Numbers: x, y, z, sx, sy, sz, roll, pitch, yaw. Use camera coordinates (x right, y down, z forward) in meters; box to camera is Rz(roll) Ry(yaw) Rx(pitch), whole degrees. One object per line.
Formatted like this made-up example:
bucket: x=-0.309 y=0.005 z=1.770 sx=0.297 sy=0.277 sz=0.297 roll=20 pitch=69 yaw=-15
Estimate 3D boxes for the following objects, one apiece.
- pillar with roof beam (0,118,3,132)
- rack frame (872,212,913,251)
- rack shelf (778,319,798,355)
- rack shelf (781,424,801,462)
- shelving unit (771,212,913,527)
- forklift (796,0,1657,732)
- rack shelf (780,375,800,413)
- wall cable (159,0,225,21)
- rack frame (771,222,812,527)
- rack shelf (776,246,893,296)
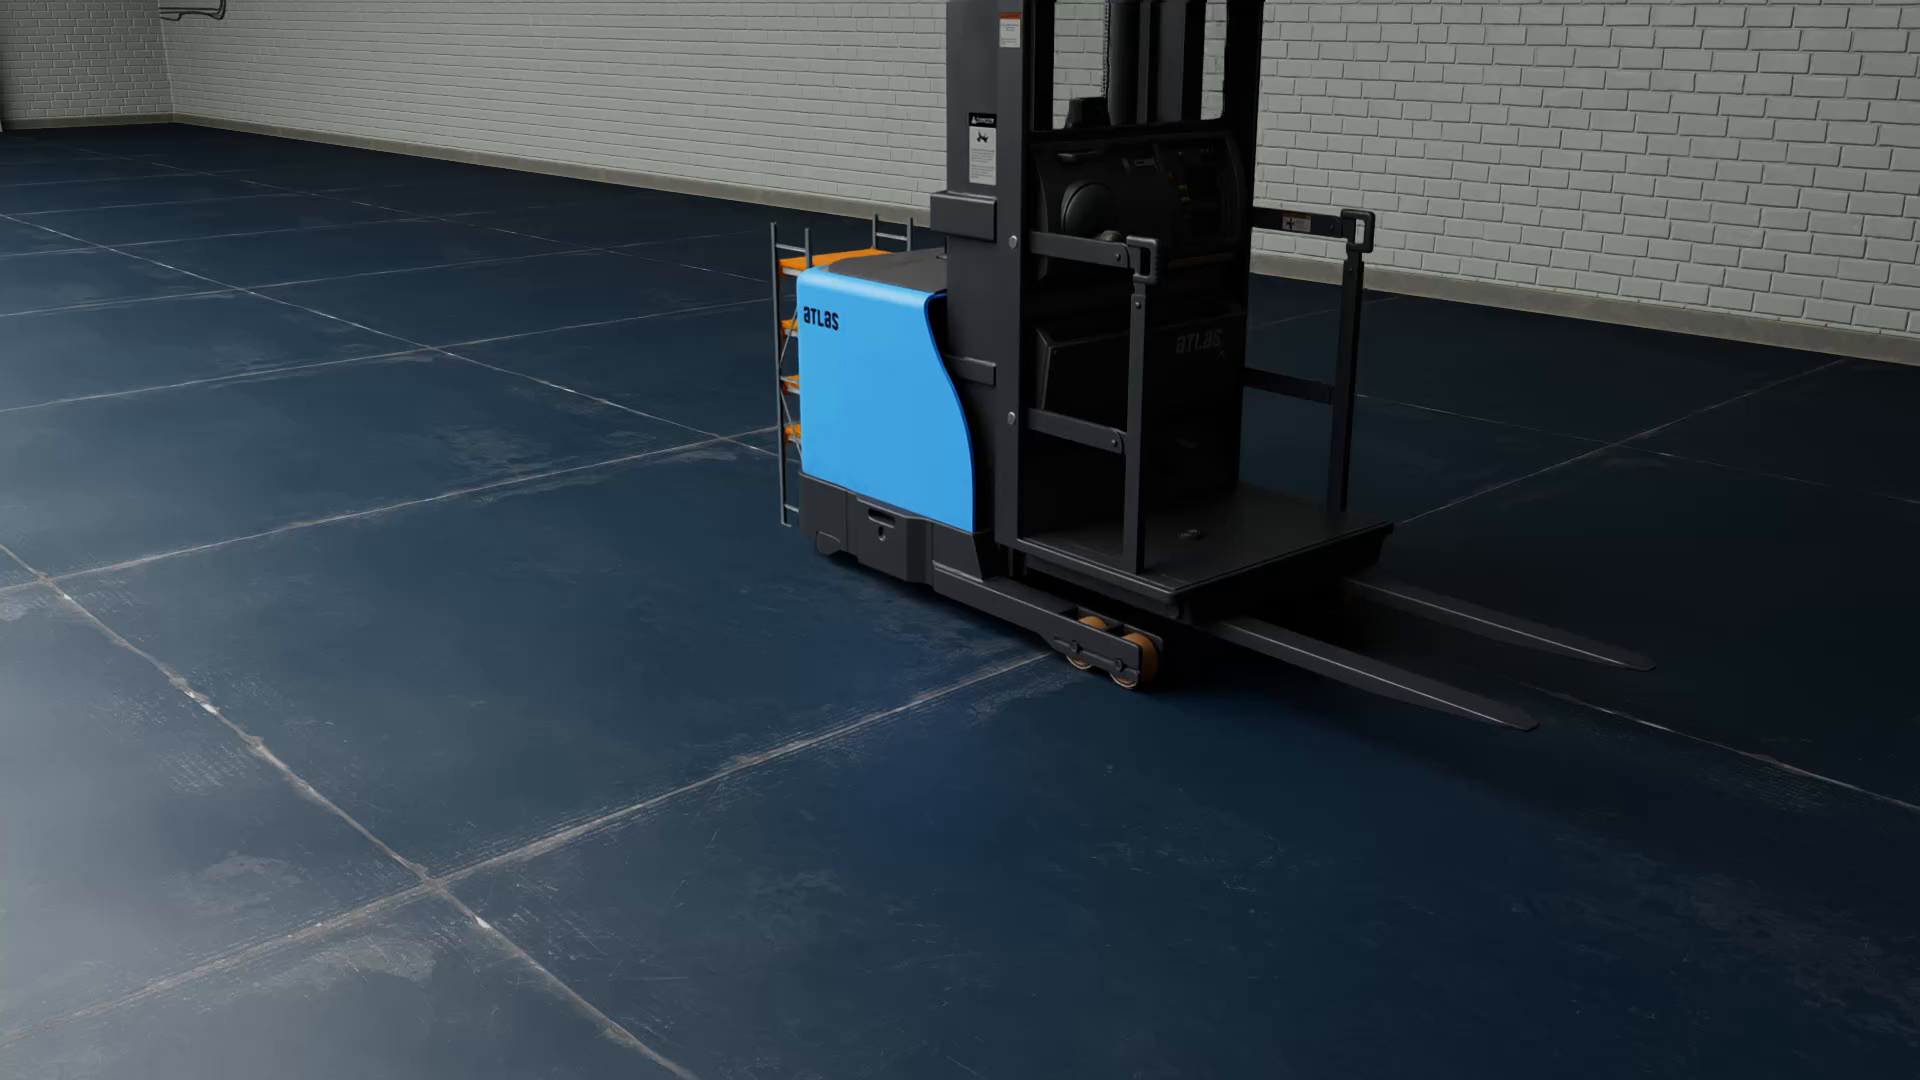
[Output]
pillar with roof beam: x=-12.711 y=-9.891 z=22.401 sx=0.400 sy=9.000 sz=9.100 roll=-16 pitch=24 yaw=-41
rack frame: x=-0.266 y=-0.706 z=6.717 sx=0.015 sy=1.200 sz=0.240 roll=-15 pitch=23 yaw=-39
rack shelf: x=-0.450 y=-0.805 z=6.516 sx=0.480 sy=0.148 sz=0.258 roll=-15 pitch=23 yaw=-39
rack shelf: x=-0.450 y=-0.404 z=6.646 sx=0.480 sy=0.148 sz=0.258 roll=-15 pitch=23 yaw=-39
shelving unit: x=-0.450 y=-0.656 z=6.564 sx=0.503 sy=1.200 sz=0.258 roll=-15 pitch=23 yaw=-39
forklift: x=0.725 y=-1.117 z=5.176 sx=1.130 sy=2.935 sz=3.031 roll=-15 pitch=23 yaw=-38
rack shelf: x=-0.450 y=-0.592 z=6.585 sx=0.480 sy=0.148 sz=0.258 roll=-15 pitch=23 yaw=-39
wall cable: x=-12.620 y=-9.707 z=26.867 sx=0.112 sy=2.526 sz=3.097 roll=-16 pitch=24 yaw=-41
rack frame: x=-0.634 y=-0.607 z=6.412 sx=0.015 sy=1.200 sz=0.240 roll=-15 pitch=23 yaw=-39
rack shelf: x=-0.450 y=-1.030 z=6.443 sx=0.480 sy=0.148 sz=0.258 roll=-15 pitch=23 yaw=-39
